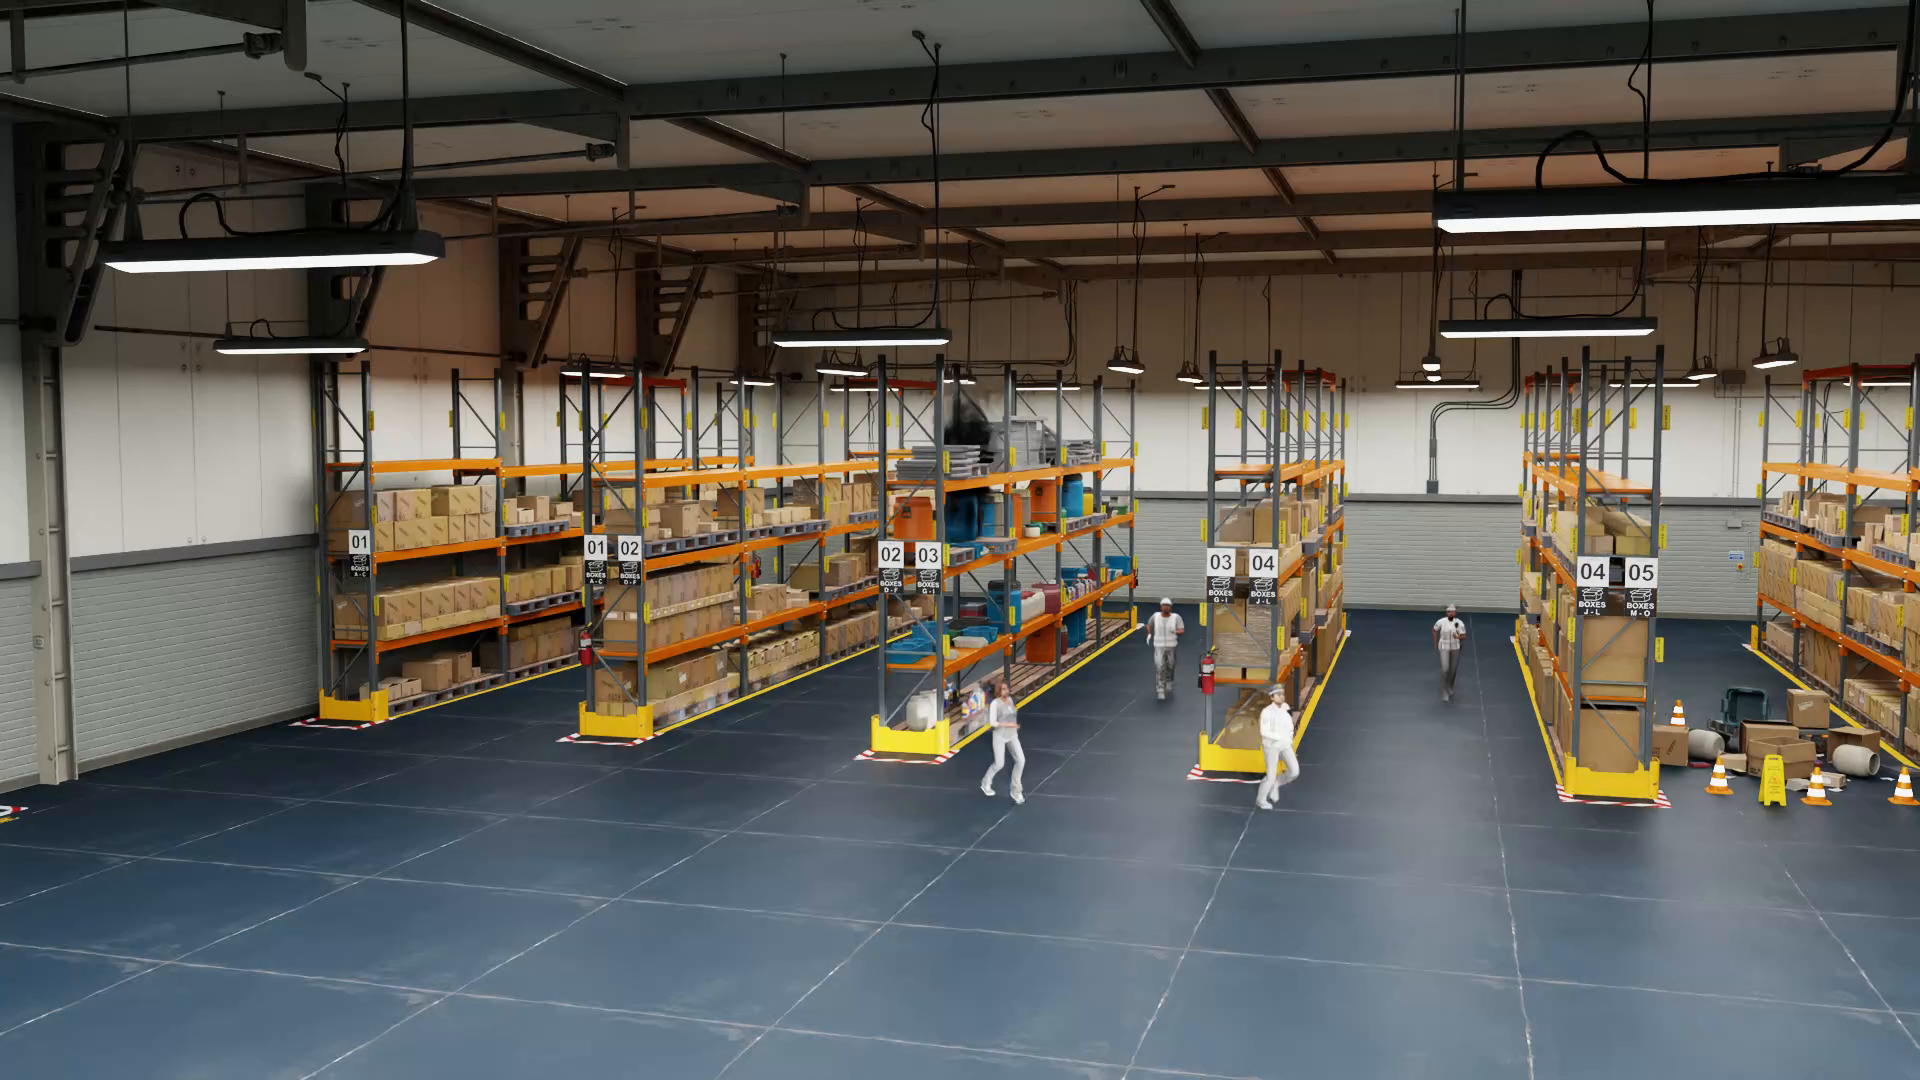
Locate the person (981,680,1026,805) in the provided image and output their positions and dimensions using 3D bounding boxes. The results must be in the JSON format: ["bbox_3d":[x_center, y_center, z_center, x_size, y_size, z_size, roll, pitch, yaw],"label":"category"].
[{"bbox_3d":[0.578,2.652,21.932,0.541,1.620,0.730,-3,5,-39],"label":"person"}]

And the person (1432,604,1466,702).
[{"bbox_3d":[8.824,2.015,29.996,0.549,1.756,0.778,0,4,7],"label":"person"}]

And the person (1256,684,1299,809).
[{"bbox_3d":[4.102,2.646,21.310,0.646,1.650,0.702,-2,5,-28],"label":"person"}]

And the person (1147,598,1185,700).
[{"bbox_3d":[3.715,1.931,30.064,0.679,1.777,0.986,0,4,5],"label":"person"}]
